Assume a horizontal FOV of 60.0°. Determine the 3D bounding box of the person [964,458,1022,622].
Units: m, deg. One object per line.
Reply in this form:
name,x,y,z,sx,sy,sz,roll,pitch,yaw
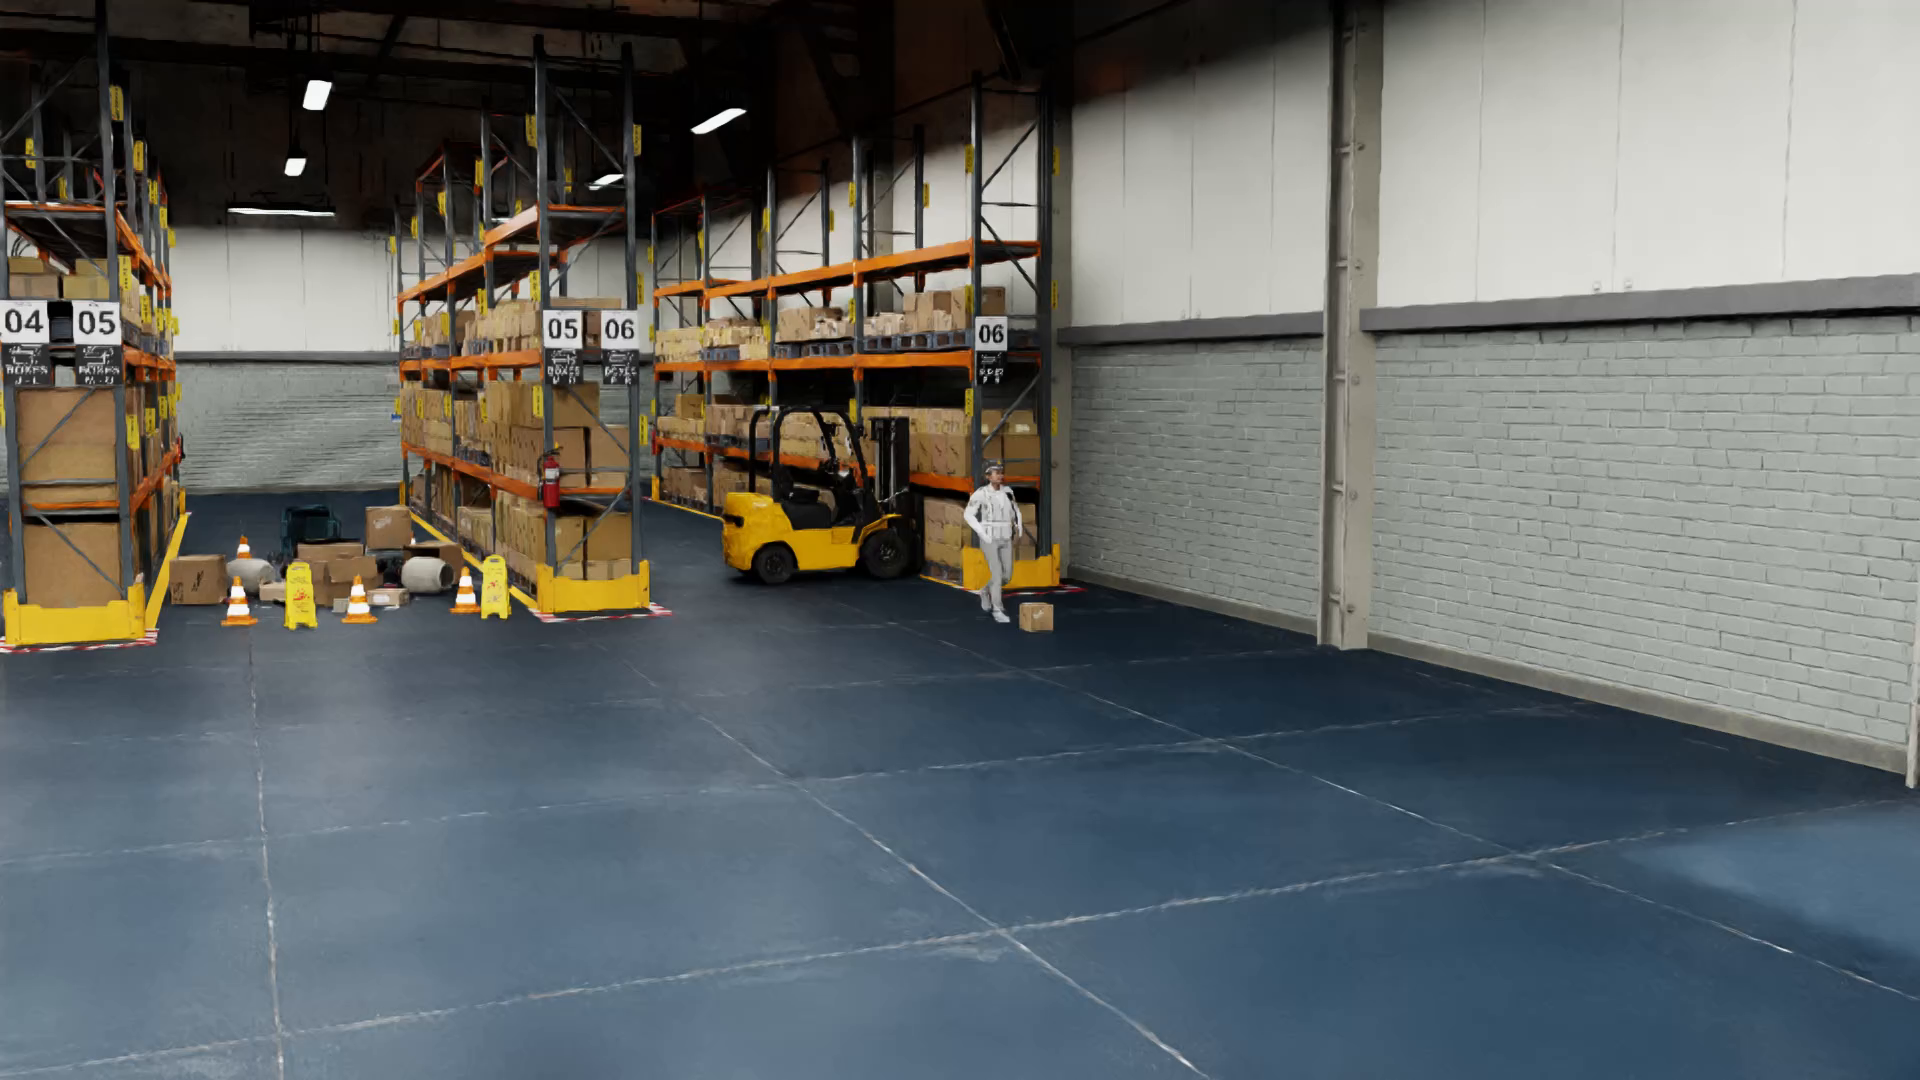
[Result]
person,0.365,-0.008,17.034,0.635,1.662,0.598,-3,6,-25
